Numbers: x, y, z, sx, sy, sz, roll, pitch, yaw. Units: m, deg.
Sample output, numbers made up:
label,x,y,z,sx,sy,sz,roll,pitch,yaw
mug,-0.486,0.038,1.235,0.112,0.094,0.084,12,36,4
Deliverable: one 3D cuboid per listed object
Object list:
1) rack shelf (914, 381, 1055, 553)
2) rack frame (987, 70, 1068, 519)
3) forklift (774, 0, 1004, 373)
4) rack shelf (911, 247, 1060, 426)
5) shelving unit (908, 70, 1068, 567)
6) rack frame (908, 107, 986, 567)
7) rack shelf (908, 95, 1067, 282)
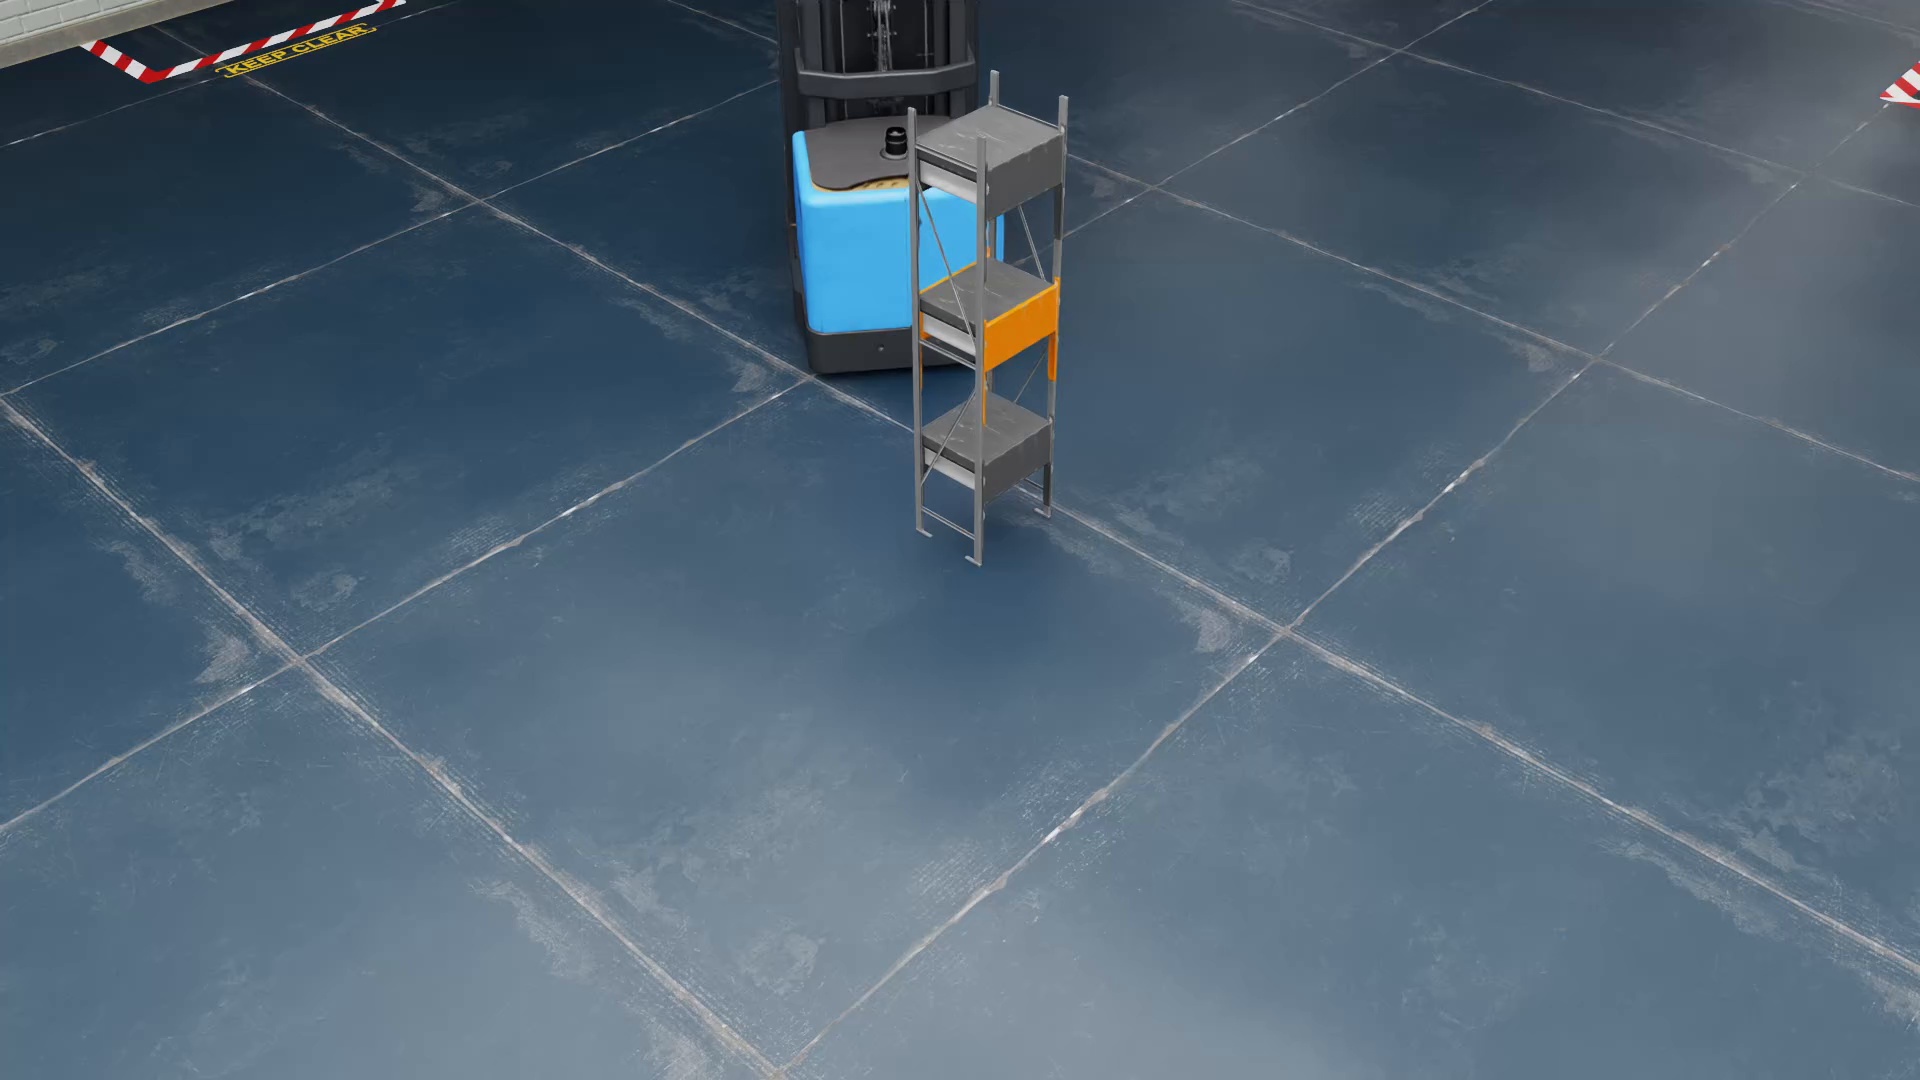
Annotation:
label,x,y,z,sx,sy,sz,roll,pitch,yaw
rack shelf,0.112,-0.339,7.636,0.431,0.518,0.480,30,47,32
rack frame,0.276,-1.010,7.333,0.400,2.100,0.015,30,47,32
forklift,-0.475,-2.936,9.088,1.130,2.935,3.031,-5,39,-6
rack shelf,0.112,-0.887,7.201,0.431,0.518,0.480,30,47,32
shelving unit,0.112,-0.898,7.192,0.431,2.100,0.503,30,47,32
rack frame,-0.053,-0.786,7.051,0.400,2.100,0.015,30,47,32
rack shelf,0.112,-1.435,6.765,0.431,0.518,0.480,30,47,32
